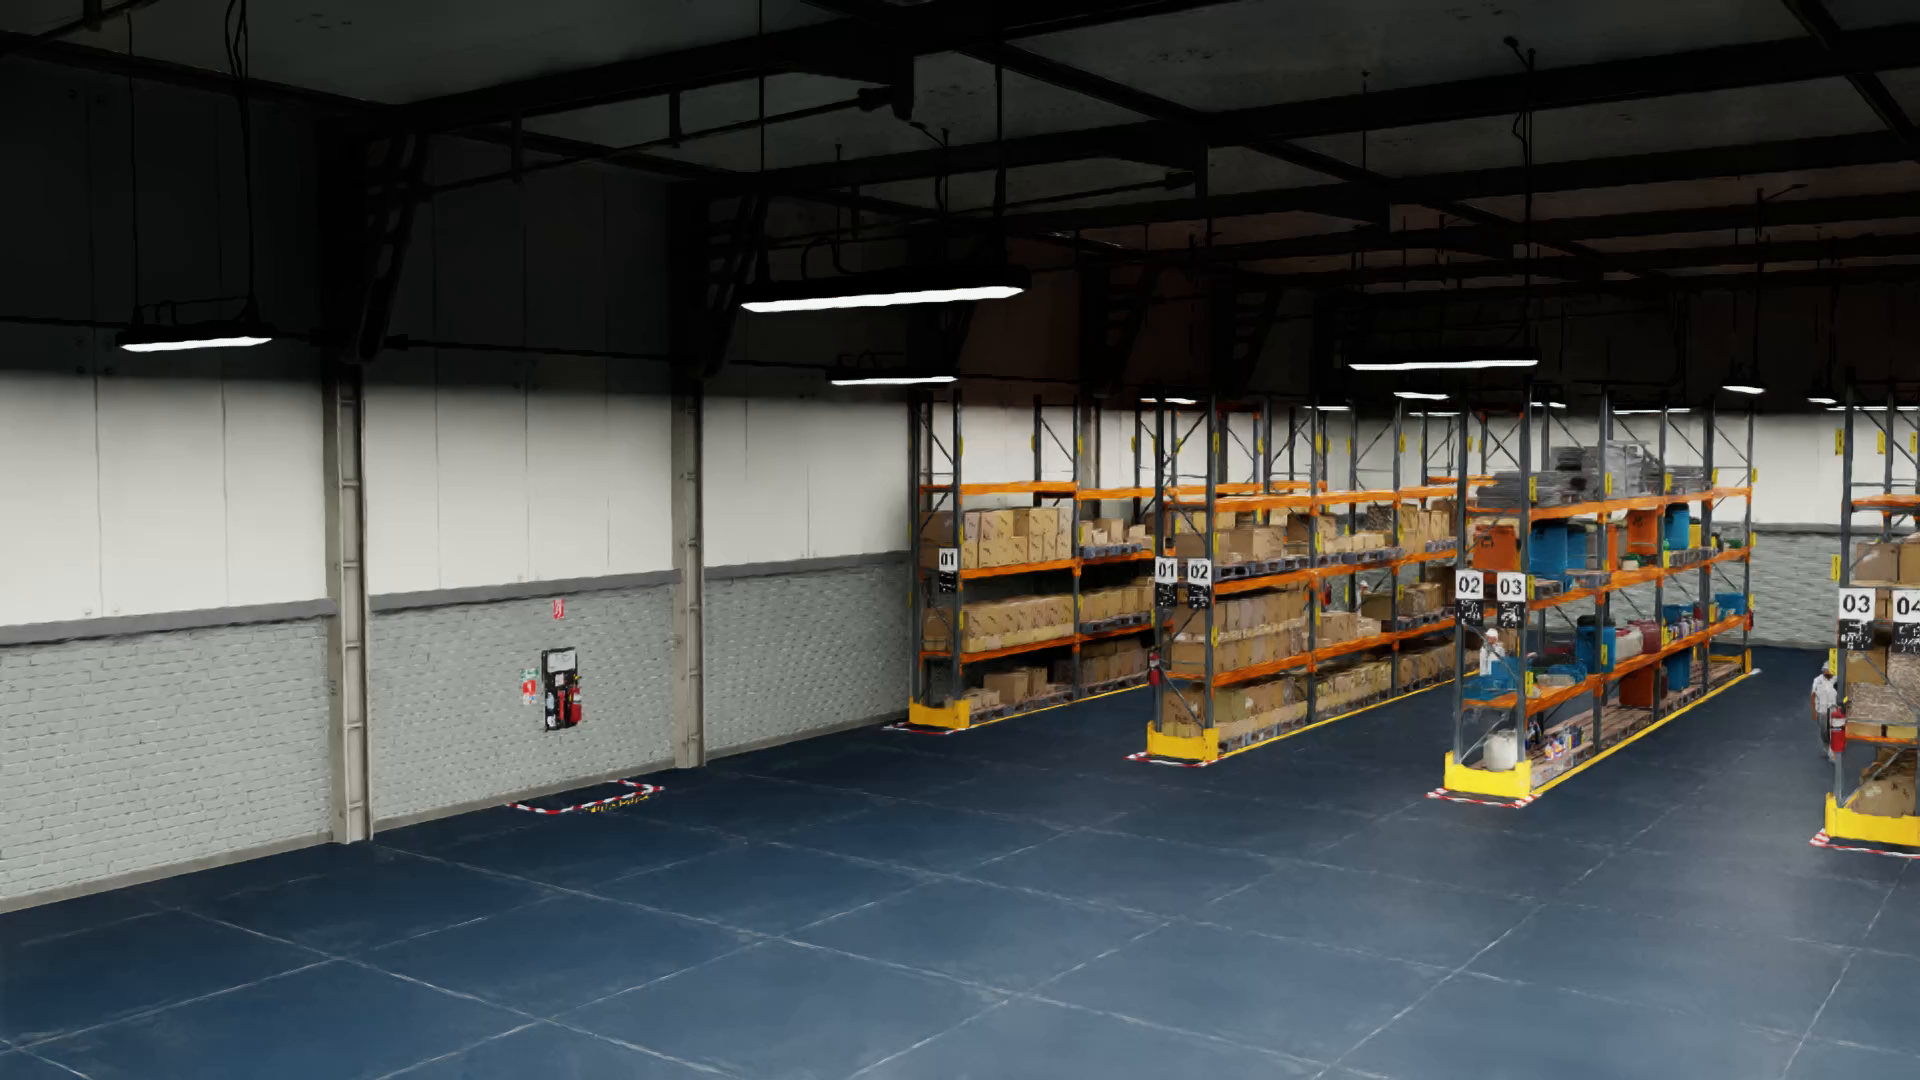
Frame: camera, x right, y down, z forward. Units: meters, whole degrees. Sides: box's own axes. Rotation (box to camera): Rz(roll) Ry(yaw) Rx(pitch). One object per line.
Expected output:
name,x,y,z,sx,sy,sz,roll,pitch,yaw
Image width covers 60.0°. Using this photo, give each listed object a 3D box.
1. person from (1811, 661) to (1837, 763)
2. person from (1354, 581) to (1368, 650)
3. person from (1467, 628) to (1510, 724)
person,13.773,2.693,26.397,0.479,1.583,1.090,3,4,38
person,9.797,1.847,40.261,0.677,1.742,0.552,2,4,34
person,9.528,2.438,29.799,0.538,1.715,1.032,3,5,44
